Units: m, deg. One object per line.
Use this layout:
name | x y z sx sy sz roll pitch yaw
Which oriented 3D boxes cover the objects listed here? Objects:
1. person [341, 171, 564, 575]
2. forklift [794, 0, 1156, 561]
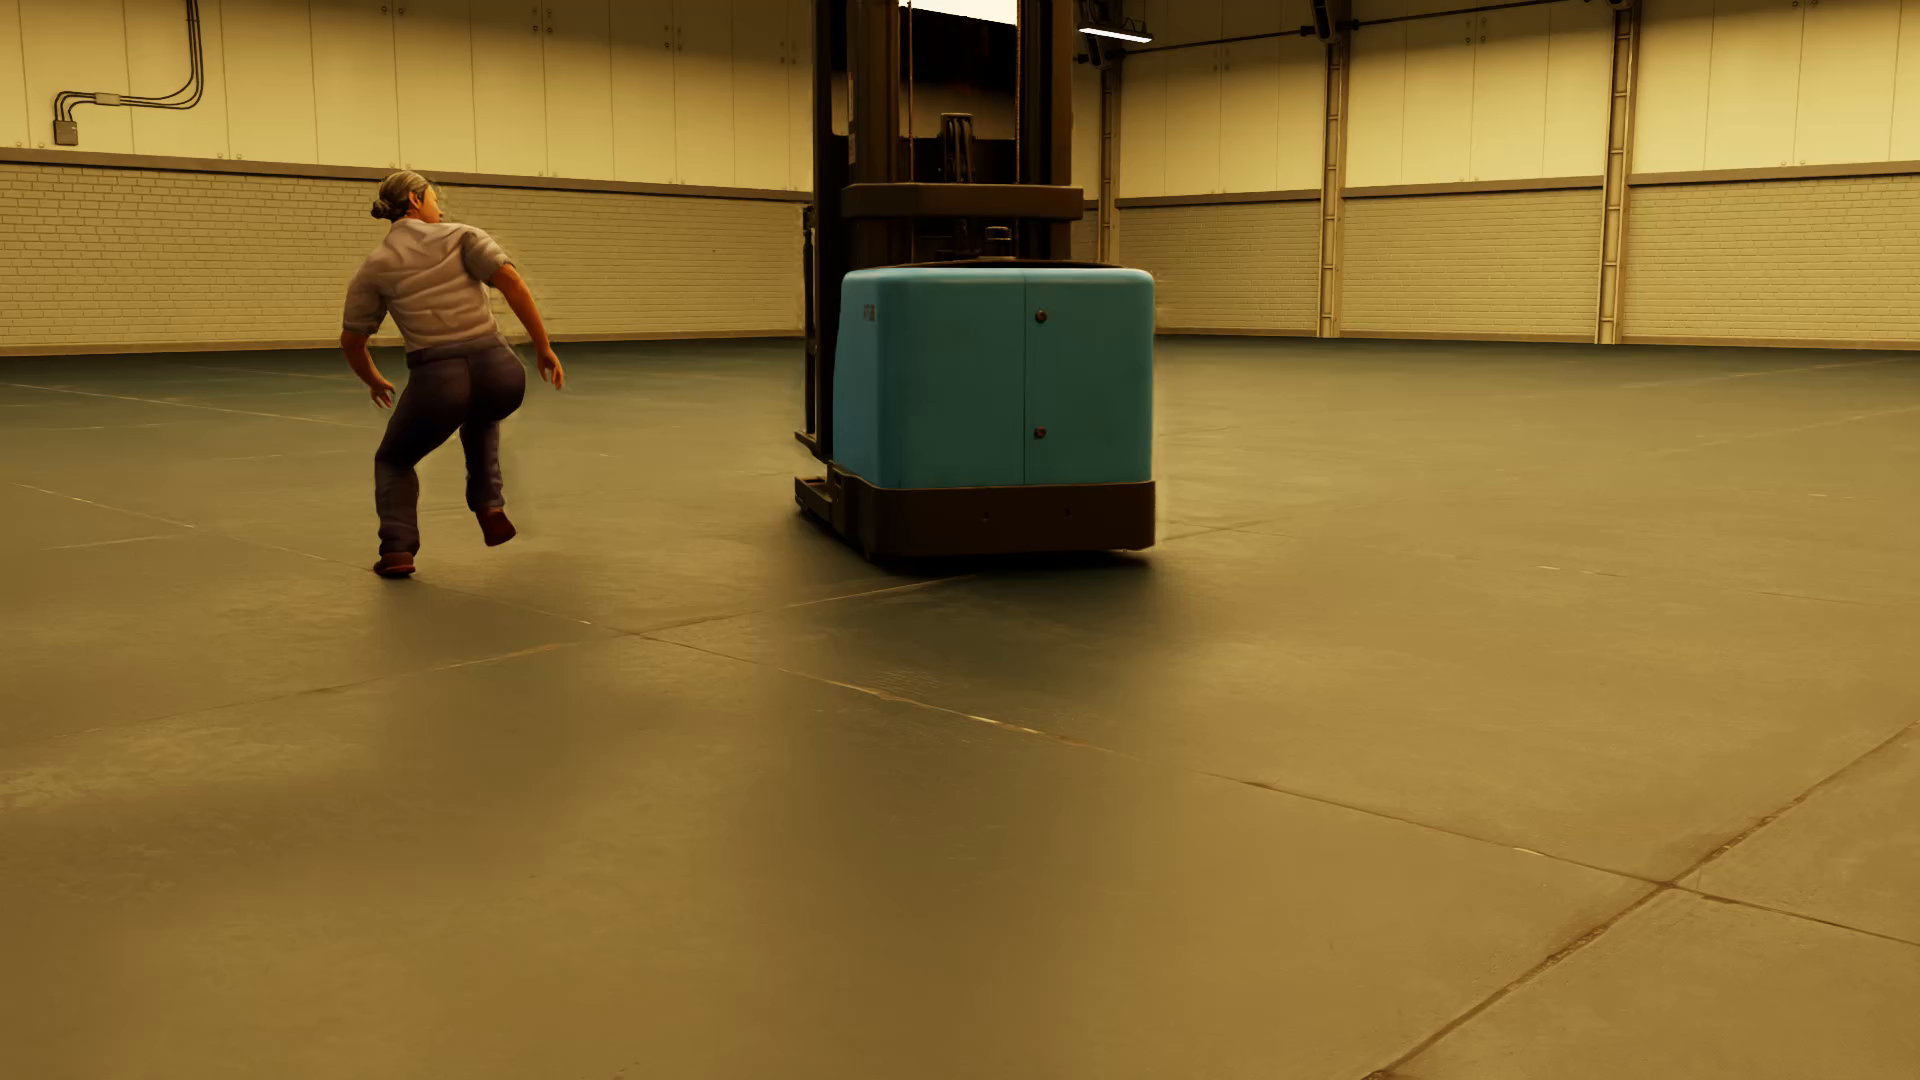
person | -1.853 -0.603 6.026 0.715 1.438 0.668 -4 9 -25
forklift | -0.127 -1.552 7.181 1.130 2.935 3.031 -2 9 -13
